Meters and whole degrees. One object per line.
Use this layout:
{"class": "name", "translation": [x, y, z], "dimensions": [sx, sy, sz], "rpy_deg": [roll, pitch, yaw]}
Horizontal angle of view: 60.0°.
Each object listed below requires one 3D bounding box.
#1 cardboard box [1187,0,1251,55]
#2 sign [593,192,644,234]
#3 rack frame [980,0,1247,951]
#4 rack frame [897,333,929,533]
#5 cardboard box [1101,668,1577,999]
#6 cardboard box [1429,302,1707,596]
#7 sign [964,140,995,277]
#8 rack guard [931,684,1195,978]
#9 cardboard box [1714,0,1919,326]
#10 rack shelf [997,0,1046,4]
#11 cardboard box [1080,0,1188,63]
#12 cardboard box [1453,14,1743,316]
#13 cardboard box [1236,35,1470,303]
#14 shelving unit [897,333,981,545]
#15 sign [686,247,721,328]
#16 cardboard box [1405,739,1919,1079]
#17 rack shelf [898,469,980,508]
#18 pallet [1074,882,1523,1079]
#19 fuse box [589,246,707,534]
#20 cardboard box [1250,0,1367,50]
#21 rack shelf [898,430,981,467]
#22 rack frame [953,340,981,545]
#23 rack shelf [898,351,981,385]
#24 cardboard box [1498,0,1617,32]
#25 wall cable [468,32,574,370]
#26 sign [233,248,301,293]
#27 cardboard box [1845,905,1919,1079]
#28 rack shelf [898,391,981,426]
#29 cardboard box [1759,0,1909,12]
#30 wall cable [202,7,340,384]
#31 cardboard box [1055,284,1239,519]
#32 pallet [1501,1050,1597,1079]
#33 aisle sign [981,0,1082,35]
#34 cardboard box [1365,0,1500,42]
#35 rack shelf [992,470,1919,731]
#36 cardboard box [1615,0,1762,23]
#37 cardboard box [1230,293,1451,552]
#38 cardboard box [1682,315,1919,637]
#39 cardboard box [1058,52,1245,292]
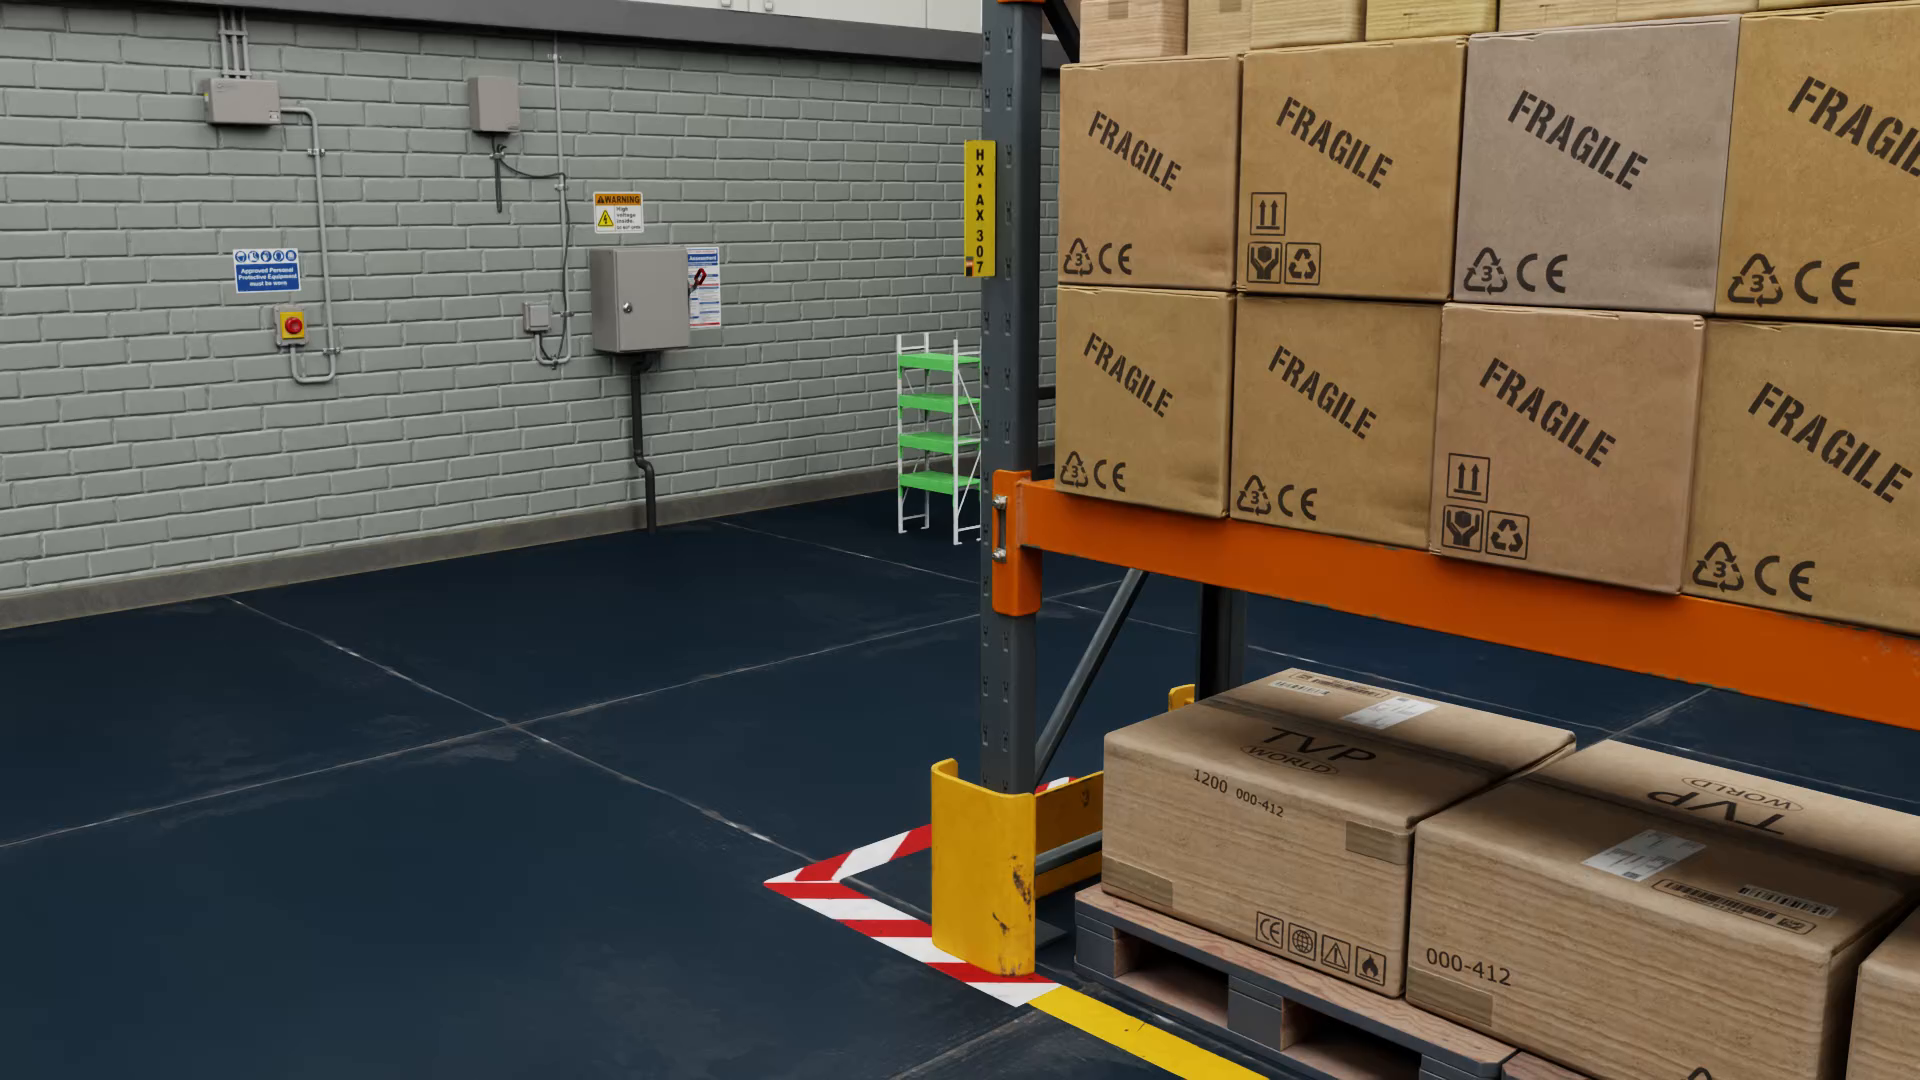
{"class": "cardboard box", "translation": [0.732, -1.159, 3.769], "dimensions": [0.380, 0.149, 0.250], "rpy_deg": [-10, 16, -41]}
{"class": "sign", "translation": [-2.020, -1.939, 9.844], "dimensions": [0.339, 0.242, 0.001], "rpy_deg": [-11, 16, -43]}
{"class": "rack frame", "translation": [0.454, -0.421, 4.522], "dimensions": [1.000, 3.000, 0.127], "rpy_deg": [-11, 16, -43]}
{"class": "rack frame", "translation": [-0.283, -0.647, 10.080], "dimensions": [0.240, 1.200, 0.015], "rpy_deg": [-11, 16, -43]}
{"class": "cardboard box", "translation": [0.982, 0.711, 4.338], "dimensions": [0.875, 0.438, 0.875], "rpy_deg": [11, 16, 43]}
{"class": "cardboard box", "translation": [1.286, -0.213, 3.265], "dimensions": [0.500, 0.500, 0.500], "rpy_deg": [-11, 16, -43]}
{"class": "sign", "translation": [0.049, -0.807, 4.055], "dimensions": [0.100, 0.325, 0.005], "rpy_deg": [-11, 16, -43]}
{"class": "rack guard", "translation": [0.438, 0.800, 4.791], "dimensions": [1.175, 0.500, 0.348], "rpy_deg": [-11, 16, -43]}
{"class": "cardboard box", "translation": [1.648, -0.629, 2.805], "dimensions": [0.500, 0.500, 0.500], "rpy_deg": [-11, 16, -42]}
{"class": "rack shelf", "translation": [1.835, -1.246, 2.875], "dimensions": [1.077, 0.370, 4.000], "rpy_deg": [-11, 16, -43]}
{"class": "cardboard box", "translation": [0.499, -1.187, 3.907], "dimensions": [0.380, 0.149, 0.250], "rpy_deg": [-10, 16, -41]}
{"class": "cardboard box", "translation": [1.303, -0.702, 3.157], "dimensions": [0.500, 0.500, 0.500], "rpy_deg": [-11, 16, -43]}
{"class": "cardboard box", "translation": [0.941, -0.776, 3.517], "dimensions": [0.500, 0.500, 0.500], "rpy_deg": [11, 16, 44]}
{"class": "shelving unit", "translation": [-0.114, -0.612, 9.908], "dimensions": [0.258, 1.200, 0.503], "rpy_deg": [-11, 16, -43]}
{"class": "sign", "translation": [-1.622, -1.565, 10.308], "dimensions": [0.329, 0.494, 0.001], "rpy_deg": [-11, 16, -43]}
{"class": "cardboard box", "translation": [1.620, 0.843, 3.695], "dimensions": [0.875, 0.438, 0.875], "rpy_deg": [-10, 16, -41]}
{"class": "rack shelf", "translation": [-0.114, -0.314, 9.969], "dimensions": [0.258, 0.148, 0.480], "rpy_deg": [-11, 16, -43]}
{"class": "pallet", "translation": [1.063, 1.051, 4.290], "dimensions": [1.003, 0.211, 1.213], "rpy_deg": [-11, 16, -43]}
{"class": "fuse box", "translation": [-1.837, -0.881, 9.948], "dimensions": [0.539, 1.711, 0.414], "rpy_deg": [-11, 16, -43]}
{"class": "cardboard box", "translation": [0.828, -1.105, 3.507], "dimensions": [0.380, 0.149, 0.250], "rpy_deg": [-10, 15, -41]}
{"class": "rack shelf", "translation": [-0.114, -0.549, 9.921], "dimensions": [0.258, 0.148, 0.480], "rpy_deg": [-11, 16, -43]}
{"class": "rack frame", "translation": [0.054, -0.576, 9.735], "dimensions": [0.240, 1.200, 0.015], "rpy_deg": [-11, 16, -43]}
{"class": "rack shelf", "translation": [-0.114, -1.019, 9.824], "dimensions": [0.258, 0.148, 0.480], "rpy_deg": [-11, 16, -43]}
{"class": "cardboard box", "translation": [1.242, -1.038, 3.183], "dimensions": [0.380, 0.149, 0.250], "rpy_deg": [-11, 16, -42]}
{"class": "wall cable", "translation": [-2.439, -1.938, 9.365], "dimensions": [0.588, 1.984, 0.122], "rpy_deg": [-11, 16, -43]}
{"class": "sign", "translation": [-3.534, -1.375, 8.484], "dimensions": [0.327, 0.218, 0.001], "rpy_deg": [-11, 16, -43]}
{"class": "cardboard box", "translation": [2.242, 0.975, 3.056], "dimensions": [0.875, 0.438, 0.875], "rpy_deg": [11, 16, 43]}
{"class": "rack shelf", "translation": [-0.114, -0.784, 9.872], "dimensions": [0.258, 0.148, 0.480], "rpy_deg": [-11, 16, -43]}
{"class": "cardboard box", "translation": [1.540, -0.955, 2.780], "dimensions": [0.250, 0.149, 0.380], "rpy_deg": [11, 16, 44]}
{"class": "wall cable", "translation": [-3.457, -1.754, 8.395], "dimensions": [0.585, 1.953, 0.123], "rpy_deg": [-11, 16, -43]}
{"class": "cardboard box", "translation": [0.578, -0.360, 3.977], "dimensions": [0.500, 0.500, 0.500], "rpy_deg": [-11, 16, -43]}
{"class": "pallet", "translation": [1.901, 1.228, 3.426], "dimensions": [1.003, 0.211, 1.213], "rpy_deg": [-11, 16, -43]}
{"class": "aisle sign", "translation": [0.195, -1.664, 4.114], "dimensions": [0.394, 0.787, 0.004], "rpy_deg": [-11, 16, -43]}
{"class": "cardboard box", "translation": [1.023, -1.069, 3.333], "dimensions": [0.250, 0.149, 0.380], "rpy_deg": [11, 16, 43]}
{"class": "rack shelf", "translation": [1.835, 0.223, 3.178], "dimensions": [1.077, 0.370, 4.000], "rpy_deg": [-11, 16, -43]}
{"class": "cardboard box", "translation": [1.384, -0.996, 2.978], "dimensions": [0.380, 0.149, 0.250], "rpy_deg": [-11, 16, -42]}
{"class": "cardboard box", "translation": [0.947, -0.290, 3.638], "dimensions": [0.500, 0.500, 0.500], "rpy_deg": [-11, 16, -43]}
{"class": "cardboard box", "translation": [1.644, -0.143, 2.922], "dimensions": [0.500, 0.500, 0.500], "rpy_deg": [-10, 15, -41]}
{"class": "cardboard box", "translation": [0.580, -0.850, 3.878], "dimensions": [0.500, 0.500, 0.500], "rpy_deg": [-11, 16, -44]}
